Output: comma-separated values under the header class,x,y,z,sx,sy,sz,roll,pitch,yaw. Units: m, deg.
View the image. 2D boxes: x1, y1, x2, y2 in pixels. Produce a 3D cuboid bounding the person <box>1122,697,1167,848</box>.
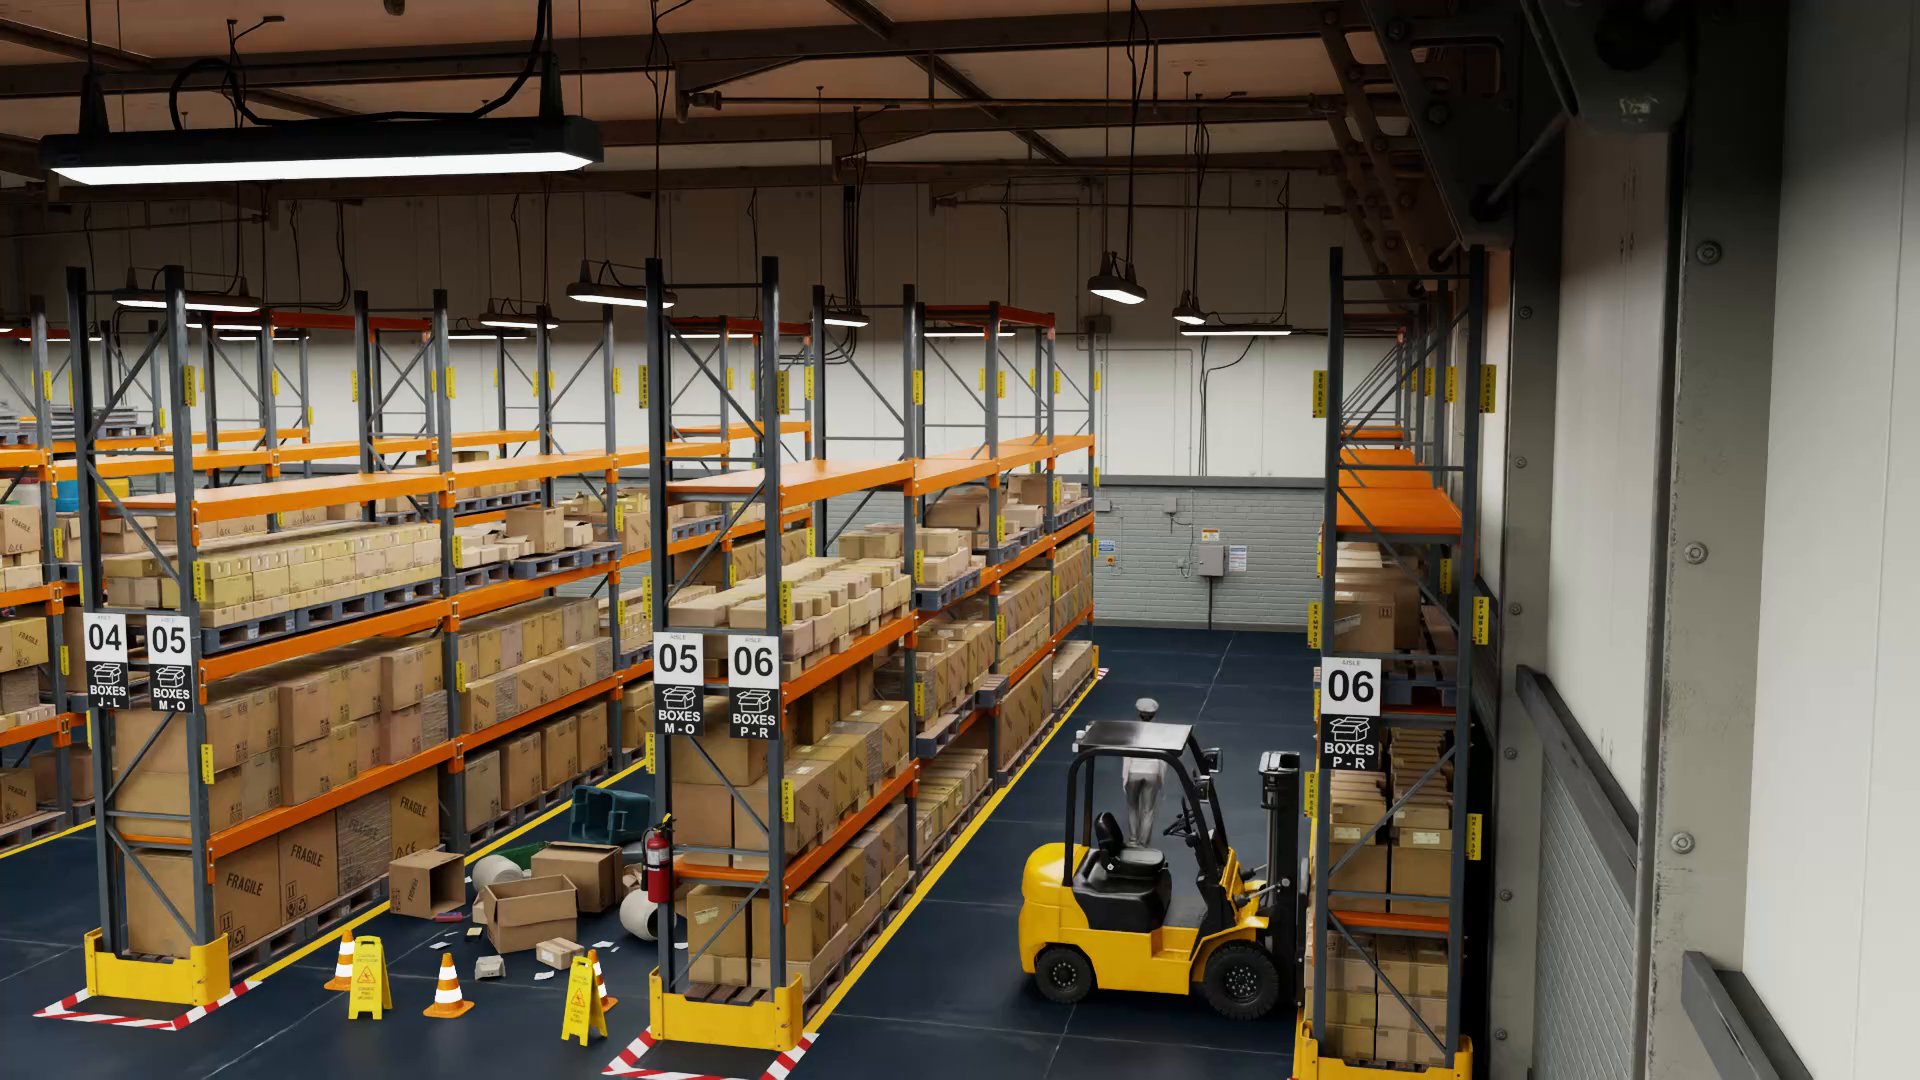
class,x,y,z,sx,sy,sz,roll,pitch,yaw
person,1.978,2.563,17.755,0.491,1.739,0.579,1,6,6
